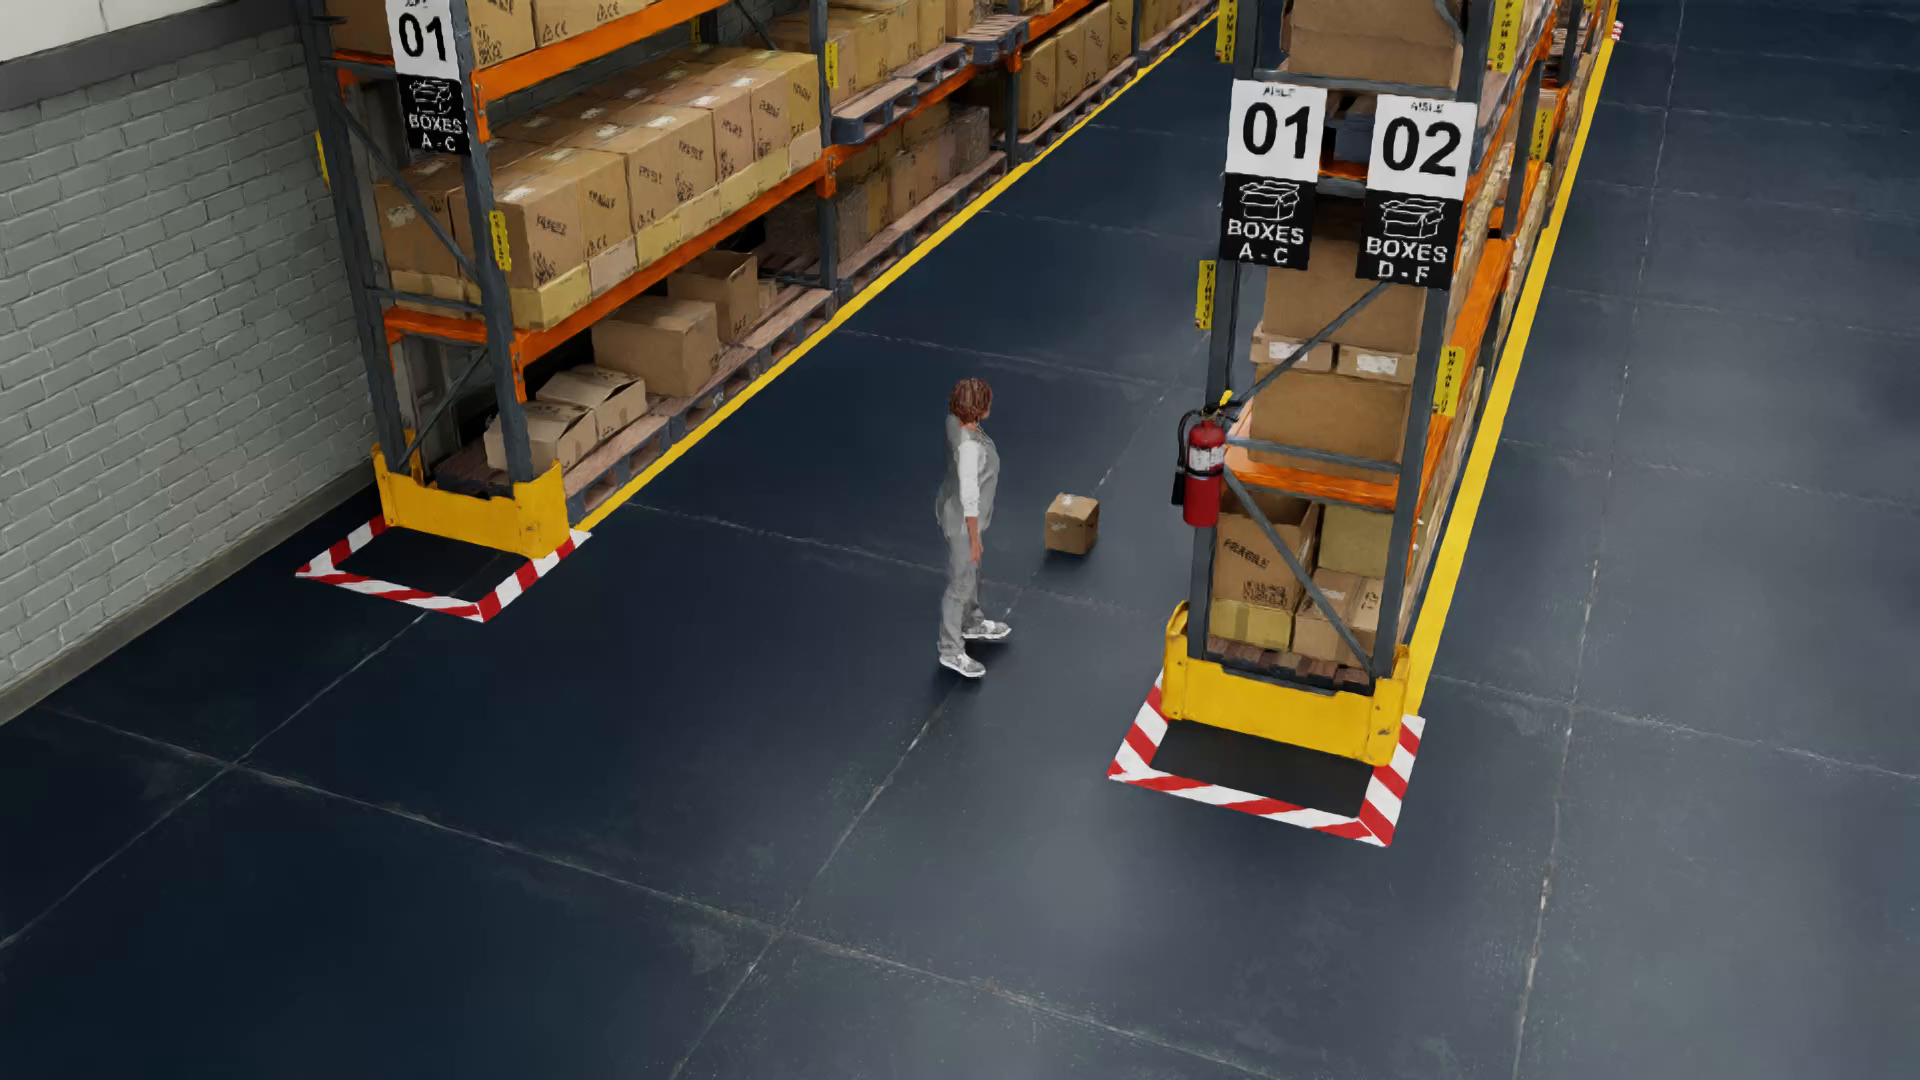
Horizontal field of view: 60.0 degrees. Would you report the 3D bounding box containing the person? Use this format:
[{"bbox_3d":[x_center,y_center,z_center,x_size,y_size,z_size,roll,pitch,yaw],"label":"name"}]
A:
[{"bbox_3d":[0.077,-0.088,8.508,0.419,1.590,0.491,-3,30,-5],"label":"person"}]
